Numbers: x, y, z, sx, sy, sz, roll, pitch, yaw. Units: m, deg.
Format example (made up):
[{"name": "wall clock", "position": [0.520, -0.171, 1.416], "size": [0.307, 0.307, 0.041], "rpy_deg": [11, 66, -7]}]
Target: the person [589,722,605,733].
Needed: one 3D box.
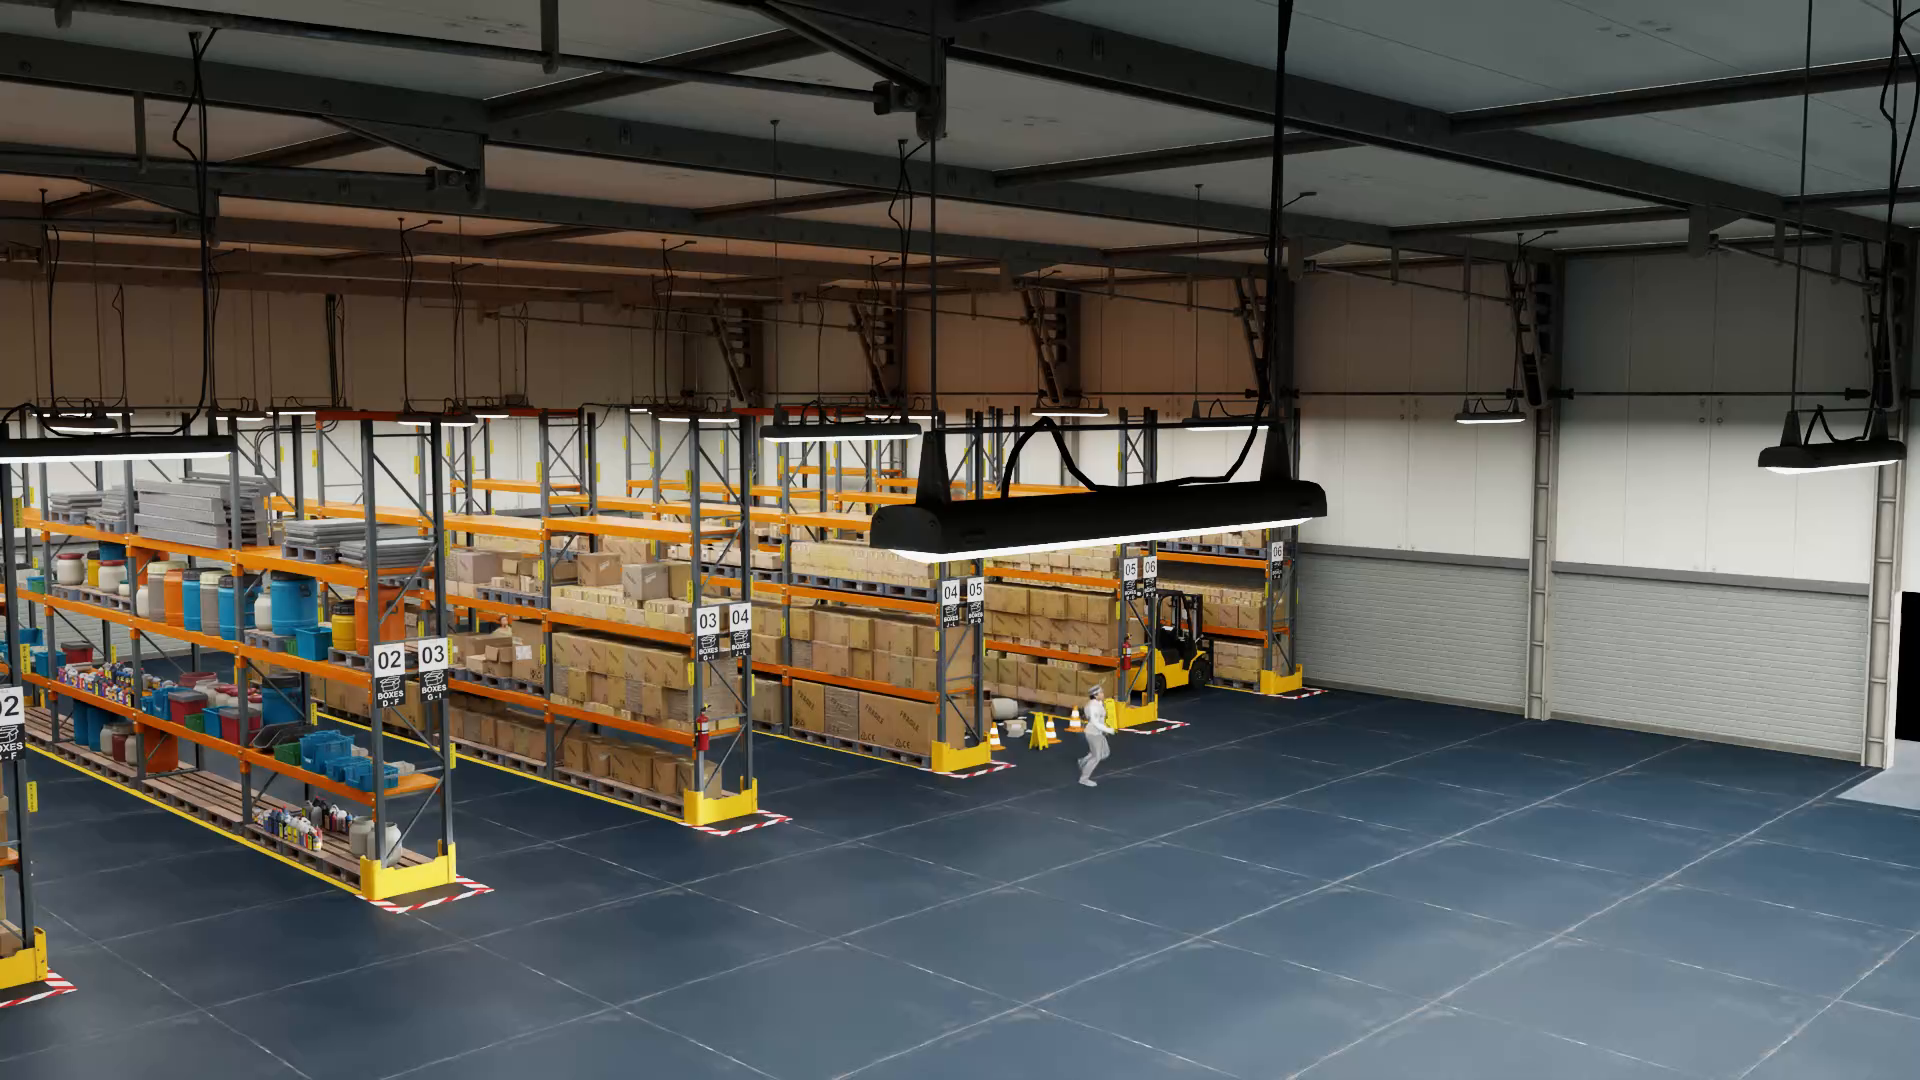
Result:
[{"name": "person", "position": [-6.533, 2.850, 30.490], "size": [0.710, 1.555, 0.564], "rpy_deg": [4, 7, 41]}]

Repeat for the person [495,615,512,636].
[{"name": "person", "position": [-9.483, 2.404, 34.860], "size": [0.584, 1.657, 1.001], "rpy_deg": [-4, 7, -40]}]

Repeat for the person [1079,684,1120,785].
[{"name": "person", "position": [2.261, 3.127, 26.877], "size": [0.660, 1.654, 0.640], "rpy_deg": [1, 5, 8]}]
